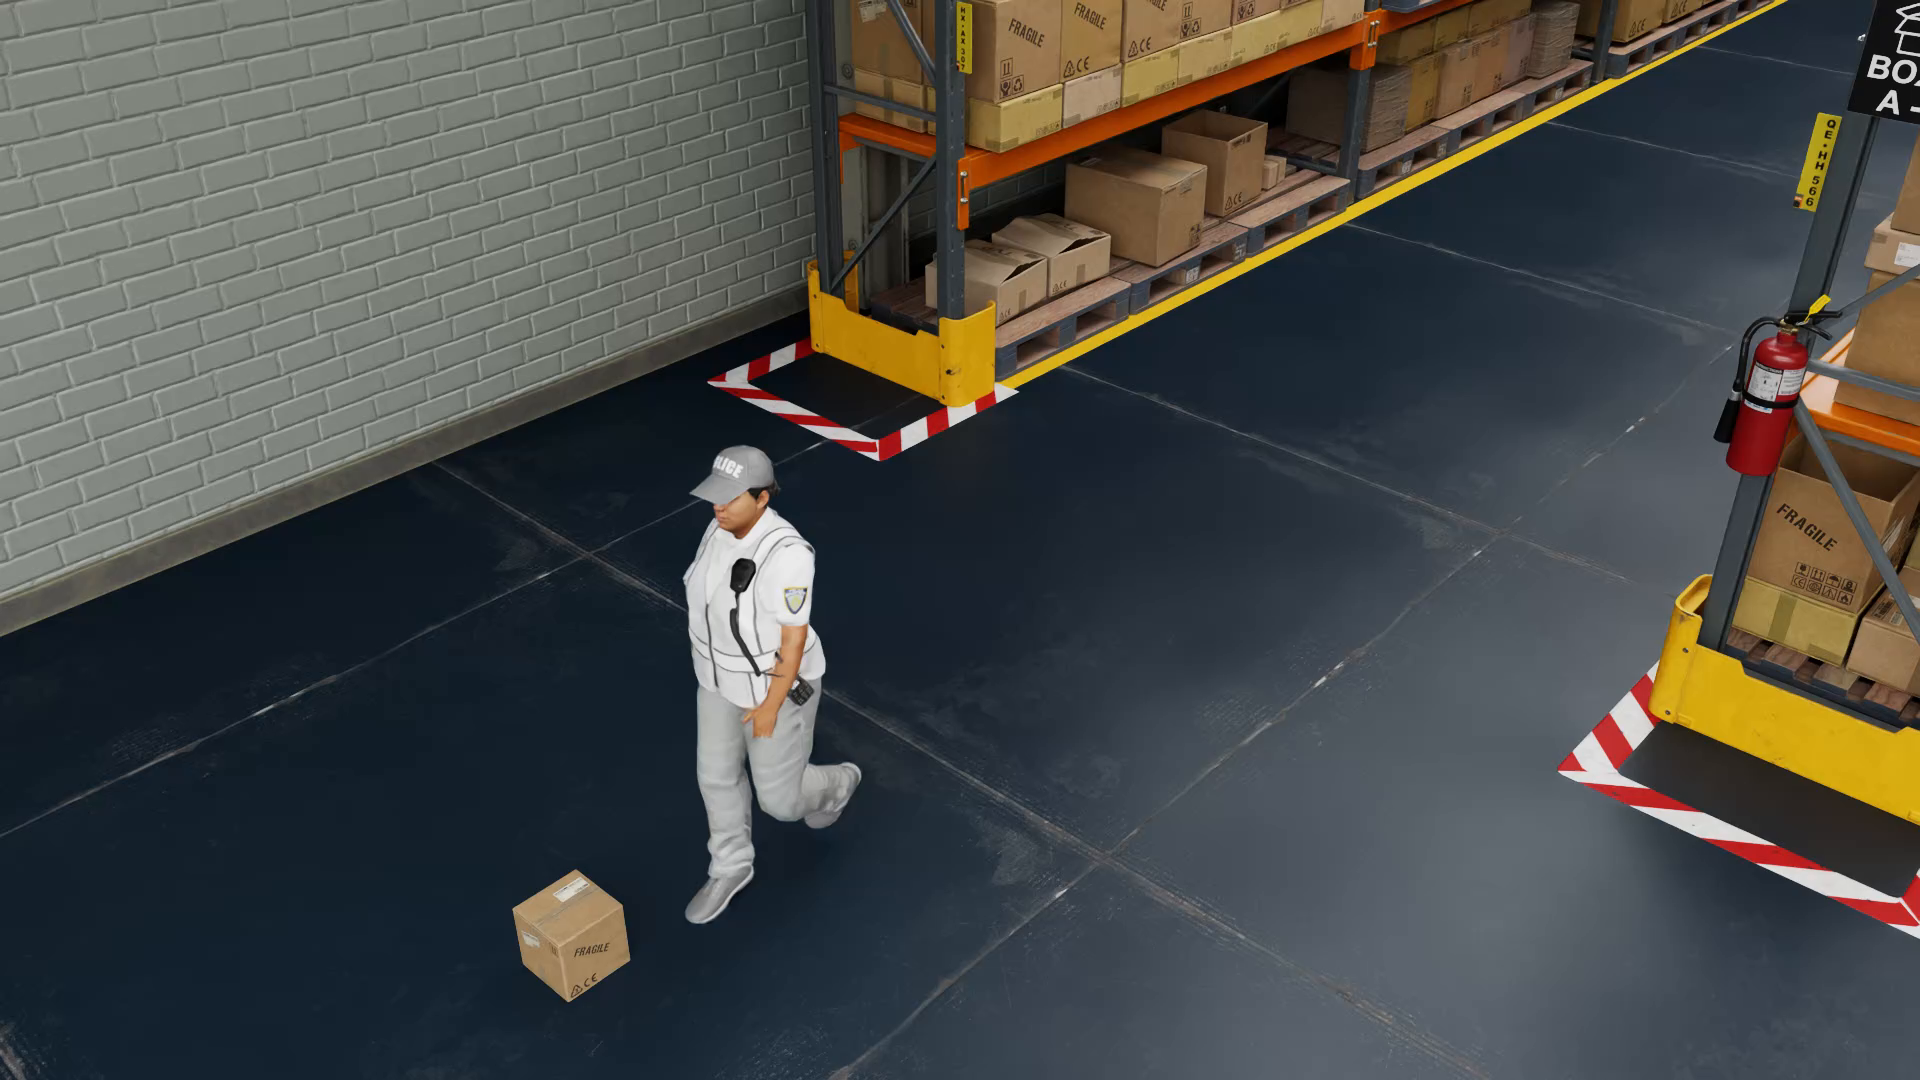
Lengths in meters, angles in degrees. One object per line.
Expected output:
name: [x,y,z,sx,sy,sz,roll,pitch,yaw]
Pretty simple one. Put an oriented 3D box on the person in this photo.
person: [-0.672,0.458,5.409,0.518,1.684,0.719,23,38,33]
